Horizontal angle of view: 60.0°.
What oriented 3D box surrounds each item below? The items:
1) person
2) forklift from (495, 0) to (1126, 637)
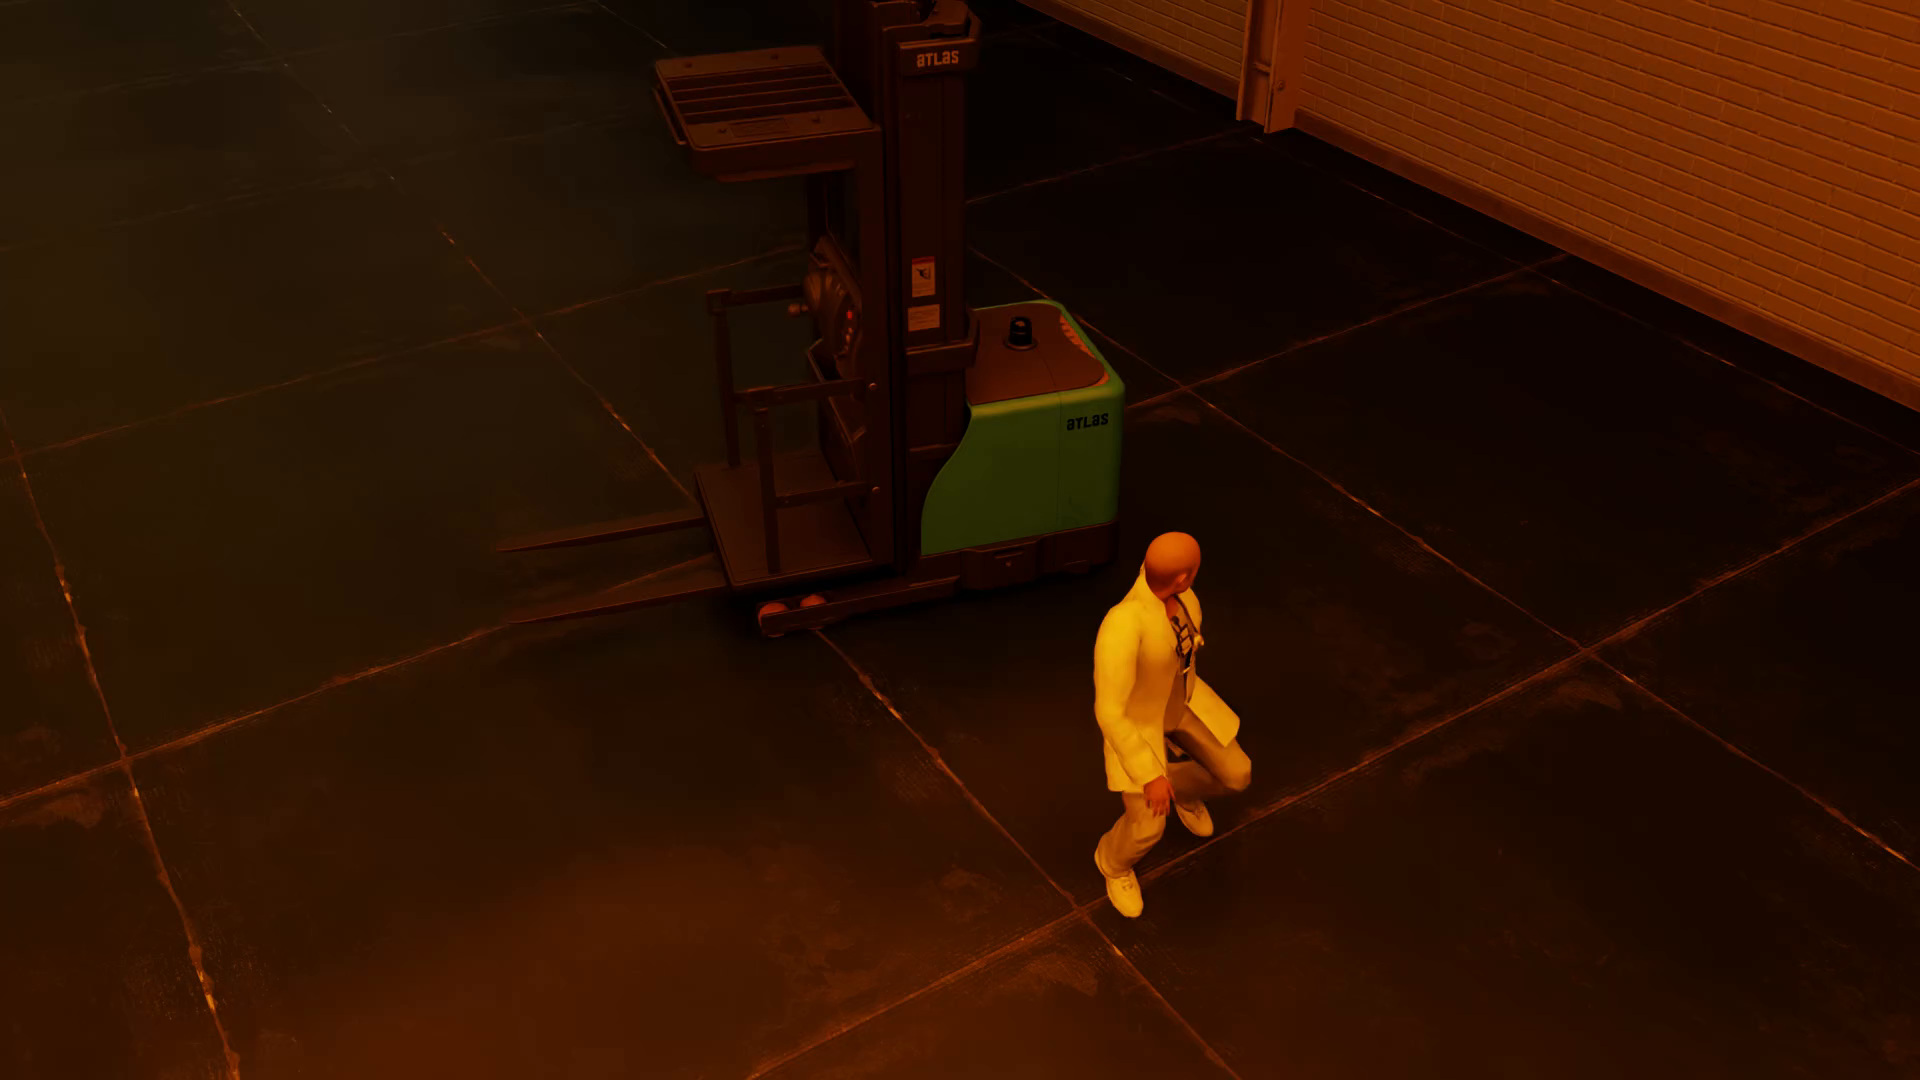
[{"bbox_3d":[0.784,0.661,6.322,0.868,1.678,0.624,-27,43,-32],"label":"person"},{"bbox_3d":[-0.770,-1.071,7.671,3.031,2.935,1.130,-10,36,-14],"label":"forklift"}]
